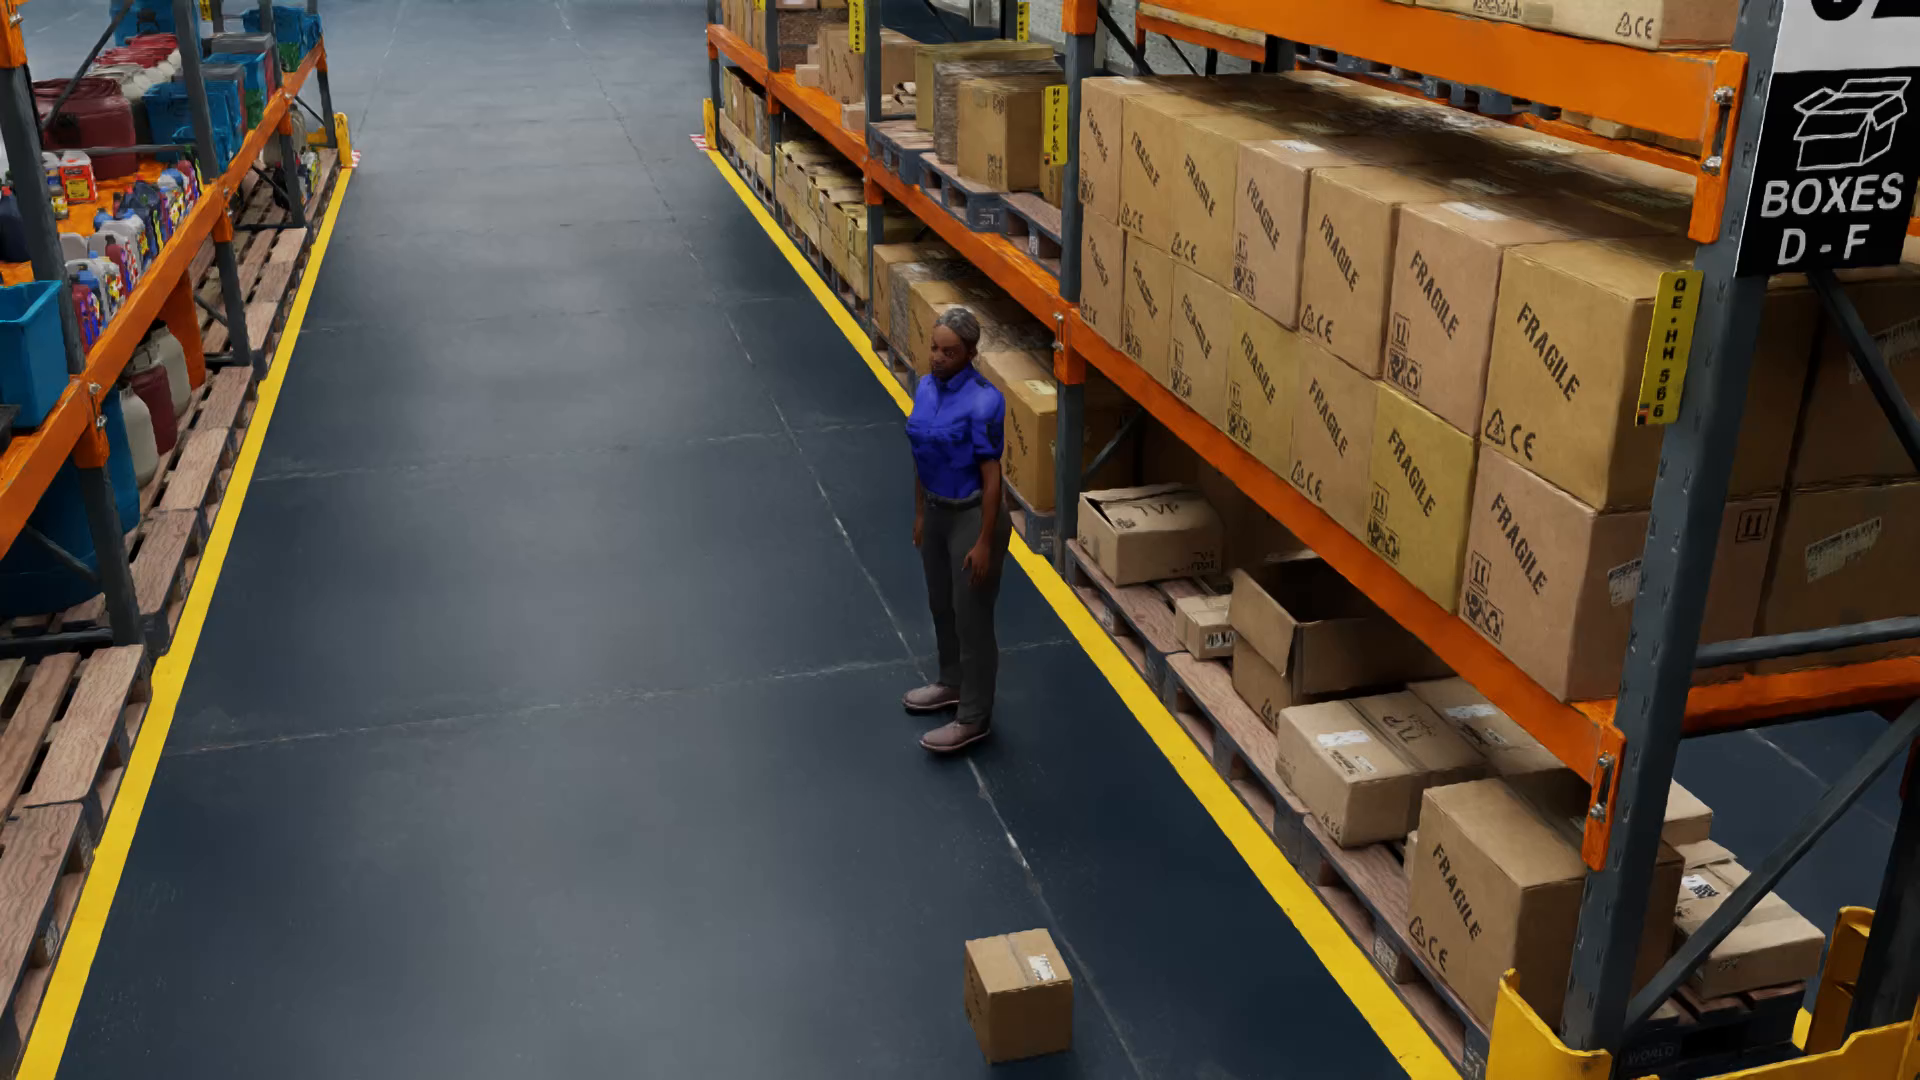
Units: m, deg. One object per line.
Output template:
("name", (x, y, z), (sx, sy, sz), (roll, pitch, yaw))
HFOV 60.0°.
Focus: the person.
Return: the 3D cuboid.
("person", (-0.050, -0.041, 6.133), (0.437, 1.666, 0.535), (-17, 28, -34))
